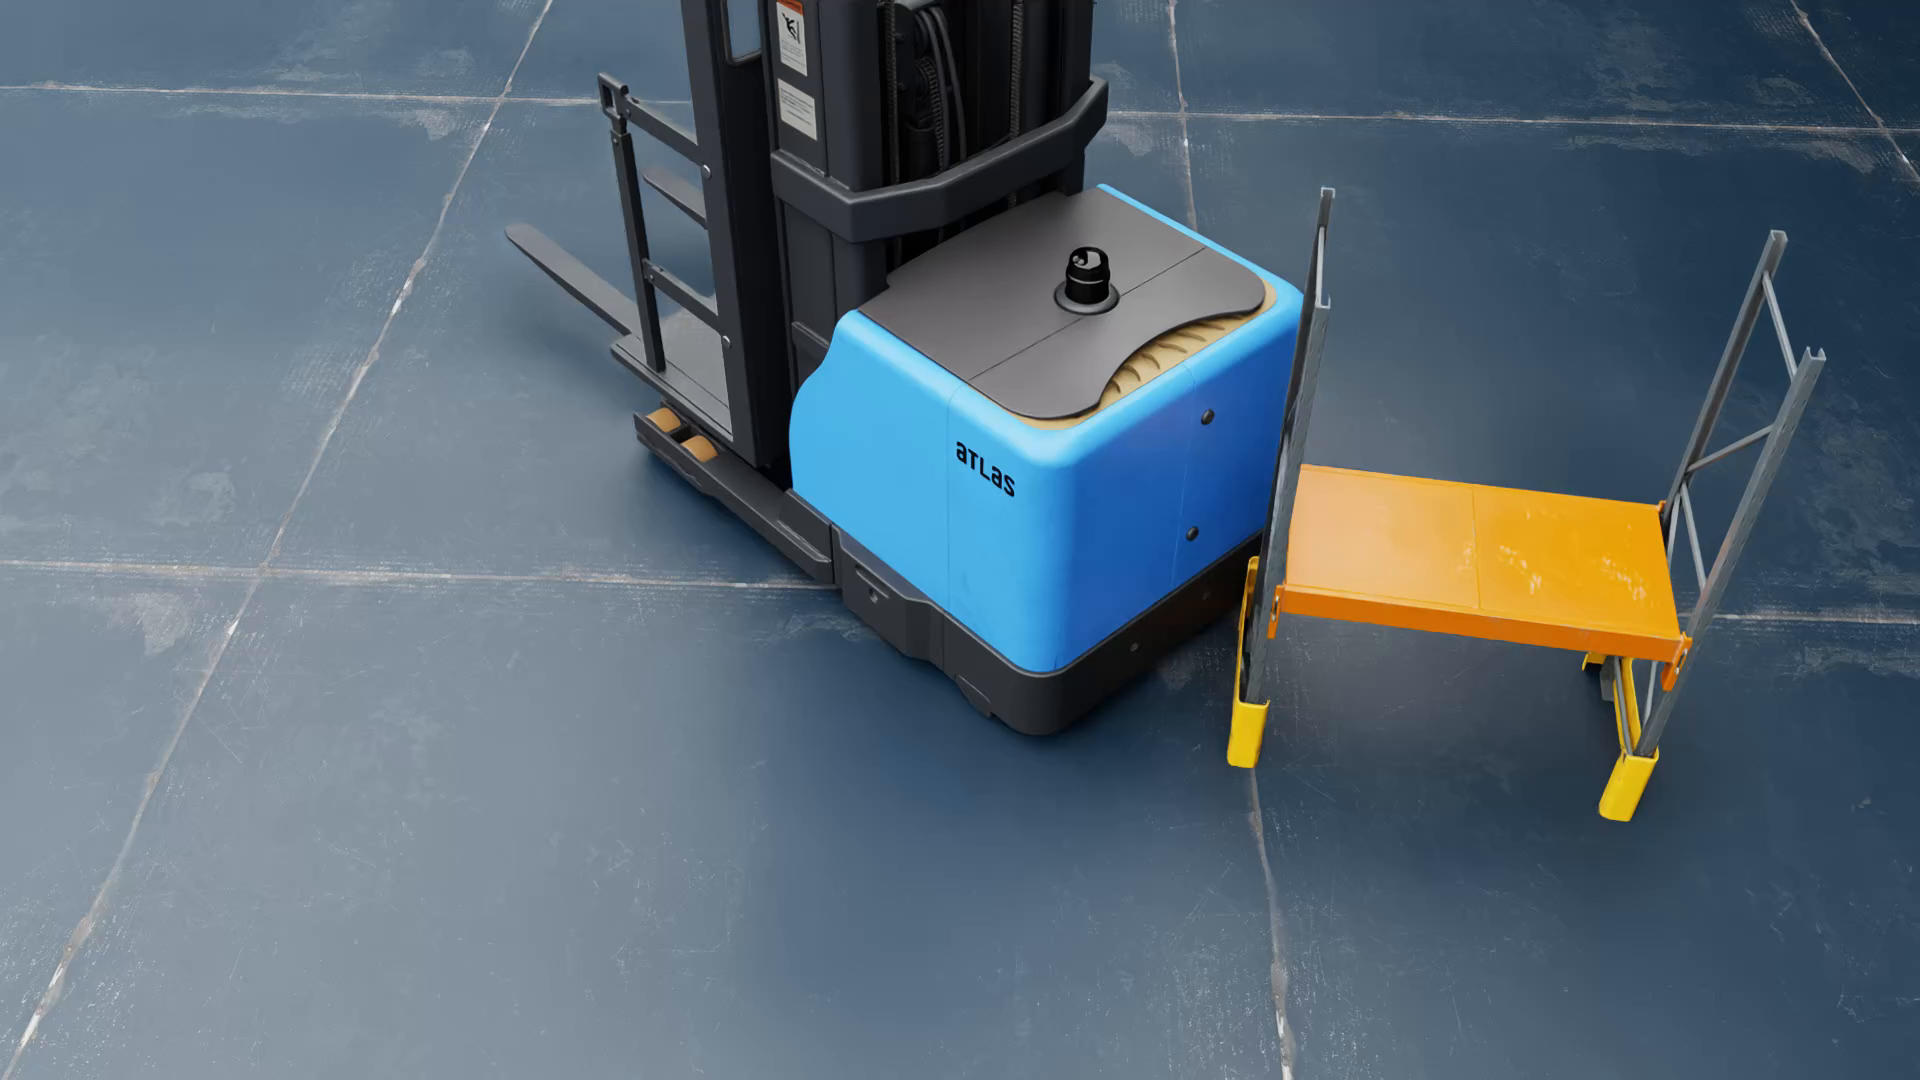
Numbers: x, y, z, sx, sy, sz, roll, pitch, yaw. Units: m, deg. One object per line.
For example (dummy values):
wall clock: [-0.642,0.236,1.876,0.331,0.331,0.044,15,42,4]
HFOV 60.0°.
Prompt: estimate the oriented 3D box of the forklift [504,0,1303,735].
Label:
forklift: [-0.425,-1.456,4.662,1.130,2.935,3.031,-32,52,-30]

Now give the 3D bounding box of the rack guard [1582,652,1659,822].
rack guard: [1.809,0.462,4.571,0.087,0.250,0.587,7,43,8]

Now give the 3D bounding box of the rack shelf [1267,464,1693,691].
rack shelf: [1.328,0.075,4.333,1.000,0.185,0.538,7,43,8]

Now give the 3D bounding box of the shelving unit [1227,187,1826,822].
shelving unit: [1.319,-0.058,4.212,1.083,1.500,0.587,7,43,8]

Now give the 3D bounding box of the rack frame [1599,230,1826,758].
rack frame: [1.828,0.007,4.142,0.032,1.500,0.500,7,43,8]

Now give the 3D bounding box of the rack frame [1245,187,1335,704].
rack frame: [0.828,-0.120,4.278,0.032,1.500,0.500,7,43,8]

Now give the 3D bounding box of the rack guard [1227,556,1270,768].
rack guard: [0.830,0.338,4.704,0.087,0.250,0.587,7,43,8]
